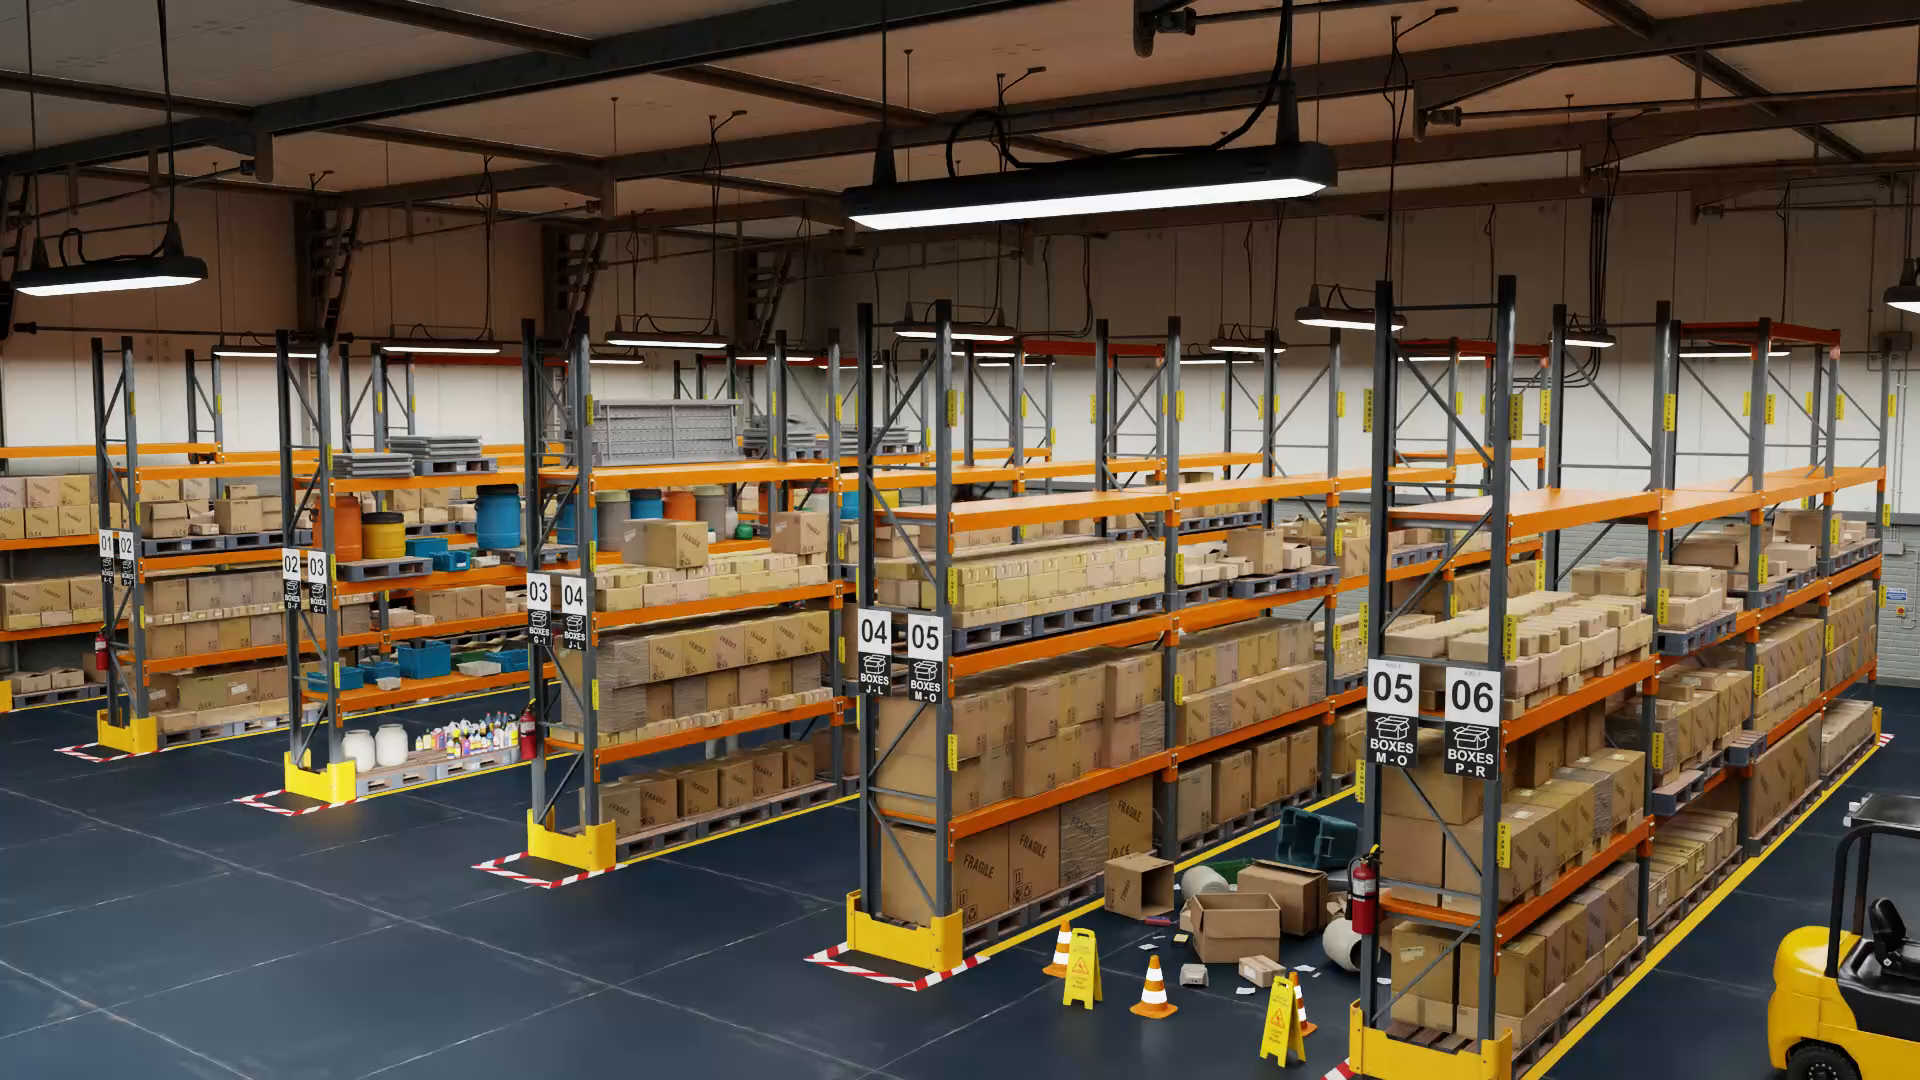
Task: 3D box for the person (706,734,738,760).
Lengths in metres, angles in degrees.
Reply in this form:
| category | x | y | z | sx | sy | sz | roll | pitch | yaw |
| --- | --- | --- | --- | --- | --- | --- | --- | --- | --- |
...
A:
| category | x | y | z | sx | sy | sz | roll | pitch | yaw |
| --- | --- | --- | --- | --- | --- | --- | --- | --- | --- |
| person | -3.223 | 2.426 | 22.291 | 0.548 | 1.710 | 0.419 | -4 | 7 | -42 |

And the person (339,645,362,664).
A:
| category | x | y | z | sx | sy | sz | roll | pitch | yaw |
| --- | --- | --- | --- | --- | --- | --- | --- | --- | --- |
| person | -10.615 | 1.829 | 28.862 | 0.485 | 1.666 | 0.569 | -2 | 6 | -26 |

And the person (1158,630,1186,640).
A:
| category | x | y | z | sx | sy | sz | roll | pitch | yaw |
| --- | --- | --- | --- | --- | --- | --- | --- | --- | --- |
| person | 3.213 | 1.929 | 25.517 | 0.493 | 1.726 | 1.015 | 4 | 6 | 35 |
